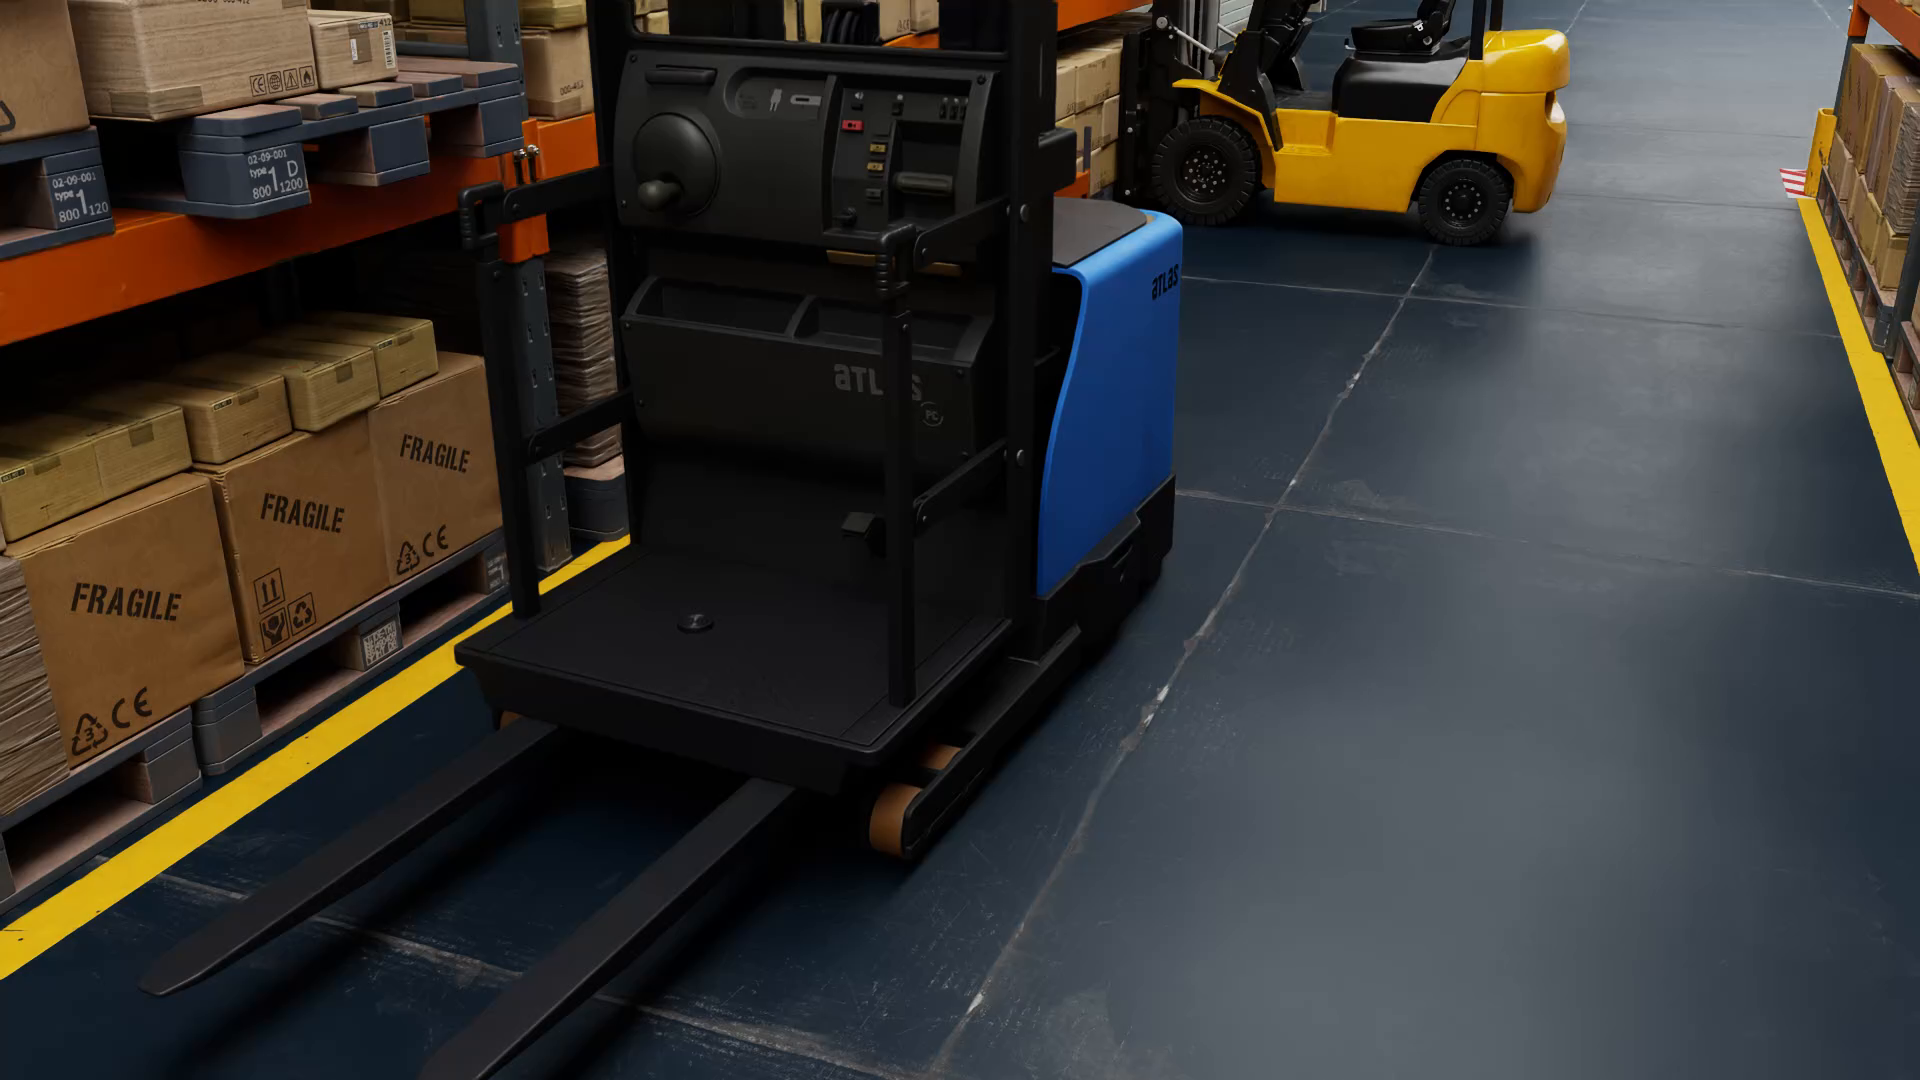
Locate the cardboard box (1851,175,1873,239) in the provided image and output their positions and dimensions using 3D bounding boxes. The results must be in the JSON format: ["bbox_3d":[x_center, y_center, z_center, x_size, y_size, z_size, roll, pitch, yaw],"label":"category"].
[{"bbox_3d":[4.774,-1.641,8.310,0.500,0.250,0.500,9,24,21],"label":"cardboard box"}]

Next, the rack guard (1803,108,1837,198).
[{"bbox_3d":[5.880,-2.344,10.212,1.175,0.500,0.348,9,24,20],"label":"rack guard"}]

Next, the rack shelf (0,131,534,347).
[{"bbox_3d":[-2.416,-0.323,3.065,1.077,0.370,4.000,9,24,20],"label":"rack shelf"}]

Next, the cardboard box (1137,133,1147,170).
[{"bbox_3d":[0.857,-2.402,10.131,0.500,0.250,0.500,10,25,22],"label":"cardboard box"}]

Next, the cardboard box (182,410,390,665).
[{"bbox_3d":[-1.826,-0.051,4.179,0.500,0.500,0.500,8,24,19],"label":"cardboard box"}]

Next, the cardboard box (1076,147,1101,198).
[{"bbox_3d":[0.474,-2.037,9.257,0.500,0.250,0.500,8,24,19],"label":"cardboard box"}]

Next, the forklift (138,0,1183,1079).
[{"bbox_3d":[-0.453,-0.853,3.490,1.130,2.935,3.031,10,25,24],"label":"forklift"}]

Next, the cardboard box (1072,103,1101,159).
[{"bbox_3d":[0.464,-2.267,9.160,0.500,0.250,0.500,9,24,20],"label":"cardboard box"}]

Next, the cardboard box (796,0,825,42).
[{"bbox_3d":[-0.711,-1.975,6.282,0.500,0.250,0.500,10,25,22],"label":"cardboard box"}]

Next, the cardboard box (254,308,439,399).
[{"bbox_3d":[-1.621,-0.497,4.406,0.380,0.149,0.250,8,24,17],"label":"cardboard box"}]

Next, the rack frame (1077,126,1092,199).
[{"bbox_3d":[0.307,-0.779,5.558,0.240,1.200,0.015,10,25,24],"label":"rack frame"}]

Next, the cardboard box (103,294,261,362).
[{"bbox_3d":[-2.156,-0.568,4.575,0.380,0.149,0.250,10,25,23],"label":"cardboard box"}]

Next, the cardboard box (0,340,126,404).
[{"bbox_3d":[-2.298,-0.377,4.117,0.380,0.149,0.250,9,24,21],"label":"cardboard box"}]

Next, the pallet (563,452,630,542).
[{"bbox_3d":[-1.331,-0.373,5.869,1.003,0.211,1.213,9,24,20],"label":"pallet"}]

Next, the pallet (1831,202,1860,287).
[{"bbox_3d":[5.091,-1.490,8.542,1.003,0.211,1.213,9,24,20],"label":"pallet"}]

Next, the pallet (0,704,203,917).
[{"bbox_3d":[-2.440,0.613,3.509,1.003,0.211,1.213,9,24,20],"label":"pallet"}]

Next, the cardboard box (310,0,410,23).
[{"bbox_3d":[-1.764,-1.733,5.052,0.500,0.250,0.500,9,24,21],"label":"cardboard box"}]

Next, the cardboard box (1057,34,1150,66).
[{"bbox_3d":[0.859,-2.865,9.942,0.500,0.250,0.500,8,24,19],"label":"cardboard box"}]

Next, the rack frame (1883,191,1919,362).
[{"bbox_3d":[4.423,-2.093,6.368,1.000,3.000,0.127,9,24,20],"label":"rack frame"}]

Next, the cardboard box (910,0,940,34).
[{"bbox_3d":[-0.313,-2.334,7.141,0.500,0.250,0.500,9,24,20],"label":"cardboard box"}]

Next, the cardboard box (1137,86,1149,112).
[{"bbox_3d":[0.850,-2.626,10.019,0.500,0.250,0.500,9,24,20],"label":"cardboard box"}]

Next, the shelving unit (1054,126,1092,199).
[{"bbox_3d":[0.202,-0.694,5.355,0.258,1.200,0.503,10,25,24],"label":"shelving unit"}]

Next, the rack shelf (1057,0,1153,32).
[{"bbox_3d":[0.556,-3.186,9.919,1.077,0.370,4.000,9,24,20],"label":"rack shelf"}]

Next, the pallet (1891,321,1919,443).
[{"bbox_3d":[4.135,-0.527,6.238,1.003,0.211,1.213,9,24,20],"label":"pallet"}]

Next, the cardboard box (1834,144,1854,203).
[{"bbox_3d":[5.155,-2.019,9.213,0.500,0.250,0.500,10,25,22],"label":"cardboard box"}]

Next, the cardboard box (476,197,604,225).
[{"bbox_3d":[-1.193,-0.925,6.109,0.875,0.625,0.625,10,25,22],"label":"cardboard box"}]

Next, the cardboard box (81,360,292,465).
[{"bbox_3d":[-1.833,-0.307,3.951,0.380,0.149,0.250,8,24,18],"label":"cardboard box"}]

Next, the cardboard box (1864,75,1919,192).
[{"bbox_3d":[4.769,-1.979,8.146,0.500,0.500,0.500,10,25,23],"label":"cardboard box"}]

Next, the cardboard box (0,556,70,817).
[{"bbox_3d":[-2.194,0.325,3.279,0.500,0.500,0.500,8,24,18],"label":"cardboard box"}]

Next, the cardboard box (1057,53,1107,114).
[{"bbox_3d":[0.483,-2.498,9.064,0.500,0.250,0.500,9,24,20],"label":"cardboard box"}]

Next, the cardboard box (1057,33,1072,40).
[{"bbox_3d":[0.370,-2.936,10.112,0.500,0.250,0.500,8,24,19],"label":"cardboard box"}]

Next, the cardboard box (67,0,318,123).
[{"bbox_3d":[-1.764,-1.071,3.573,0.500,0.250,0.500,8,24,18],"label":"cardboard box"}]

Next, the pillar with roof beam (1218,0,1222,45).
[{"bbox_3d":[6.429,-8.412,13.714,9.100,9.000,0.400,9,24,20],"label":"pillar with roof beam"}]

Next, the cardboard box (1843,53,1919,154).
[{"bbox_3d":[5.154,-2.350,9.033,0.500,0.500,0.500,8,24,18],"label":"cardboard box"}]

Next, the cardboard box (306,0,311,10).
[{"bbox_3d":[-2.009,-1.449,4.152,0.500,0.500,0.500,10,25,23],"label":"cardboard box"}]

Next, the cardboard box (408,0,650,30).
[{"bbox_3d":[-1.258,-1.652,4.860,0.500,0.250,0.500,9,24,20],"label":"cardboard box"}]

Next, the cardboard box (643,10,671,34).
[{"bbox_3d":[-1.090,-1.605,5.394,0.500,0.250,0.500,8,24,19],"label":"cardboard box"}]

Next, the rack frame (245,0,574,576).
[{"bbox_3d":[-1.673,-1.371,4.640,1.000,3.000,0.127,9,24,20],"label":"rack frame"}]

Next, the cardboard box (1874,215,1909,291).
[{"bbox_3d":[4.393,-1.268,7.416,0.500,0.250,0.500,10,25,22],"label":"cardboard box"}]

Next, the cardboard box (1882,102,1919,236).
[{"bbox_3d":[4.393,-1.614,7.272,0.500,0.500,0.500,8,24,19],"label":"cardboard box"}]

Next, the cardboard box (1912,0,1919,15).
[{"bbox_3d":[4.633,-2.500,7.668,0.380,0.149,0.250,8,24,19],"label":"cardboard box"}]

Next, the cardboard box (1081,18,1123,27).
[{"bbox_3d":[0.762,-3.296,10.974,0.500,0.250,0.500,9,24,20],"label":"cardboard box"}]

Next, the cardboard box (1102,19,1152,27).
[{"bbox_3d":[1.233,-3.227,10.809,0.500,0.250,0.500,9,24,21],"label":"cardboard box"}]

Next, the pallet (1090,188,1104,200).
[{"bbox_3d":[0.147,-1.794,9.271,1.003,0.211,1.213,9,24,20],"label":"pallet"}]

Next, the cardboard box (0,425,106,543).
[{"bbox_3d":[-2.065,-0.130,3.526,0.380,0.149,0.250,8,24,19],"label":"cardboard box"}]

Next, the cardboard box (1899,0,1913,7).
[{"bbox_3d":[4.818,-2.684,8.110,0.380,0.149,0.250,9,24,21],"label":"cardboard box"}]
